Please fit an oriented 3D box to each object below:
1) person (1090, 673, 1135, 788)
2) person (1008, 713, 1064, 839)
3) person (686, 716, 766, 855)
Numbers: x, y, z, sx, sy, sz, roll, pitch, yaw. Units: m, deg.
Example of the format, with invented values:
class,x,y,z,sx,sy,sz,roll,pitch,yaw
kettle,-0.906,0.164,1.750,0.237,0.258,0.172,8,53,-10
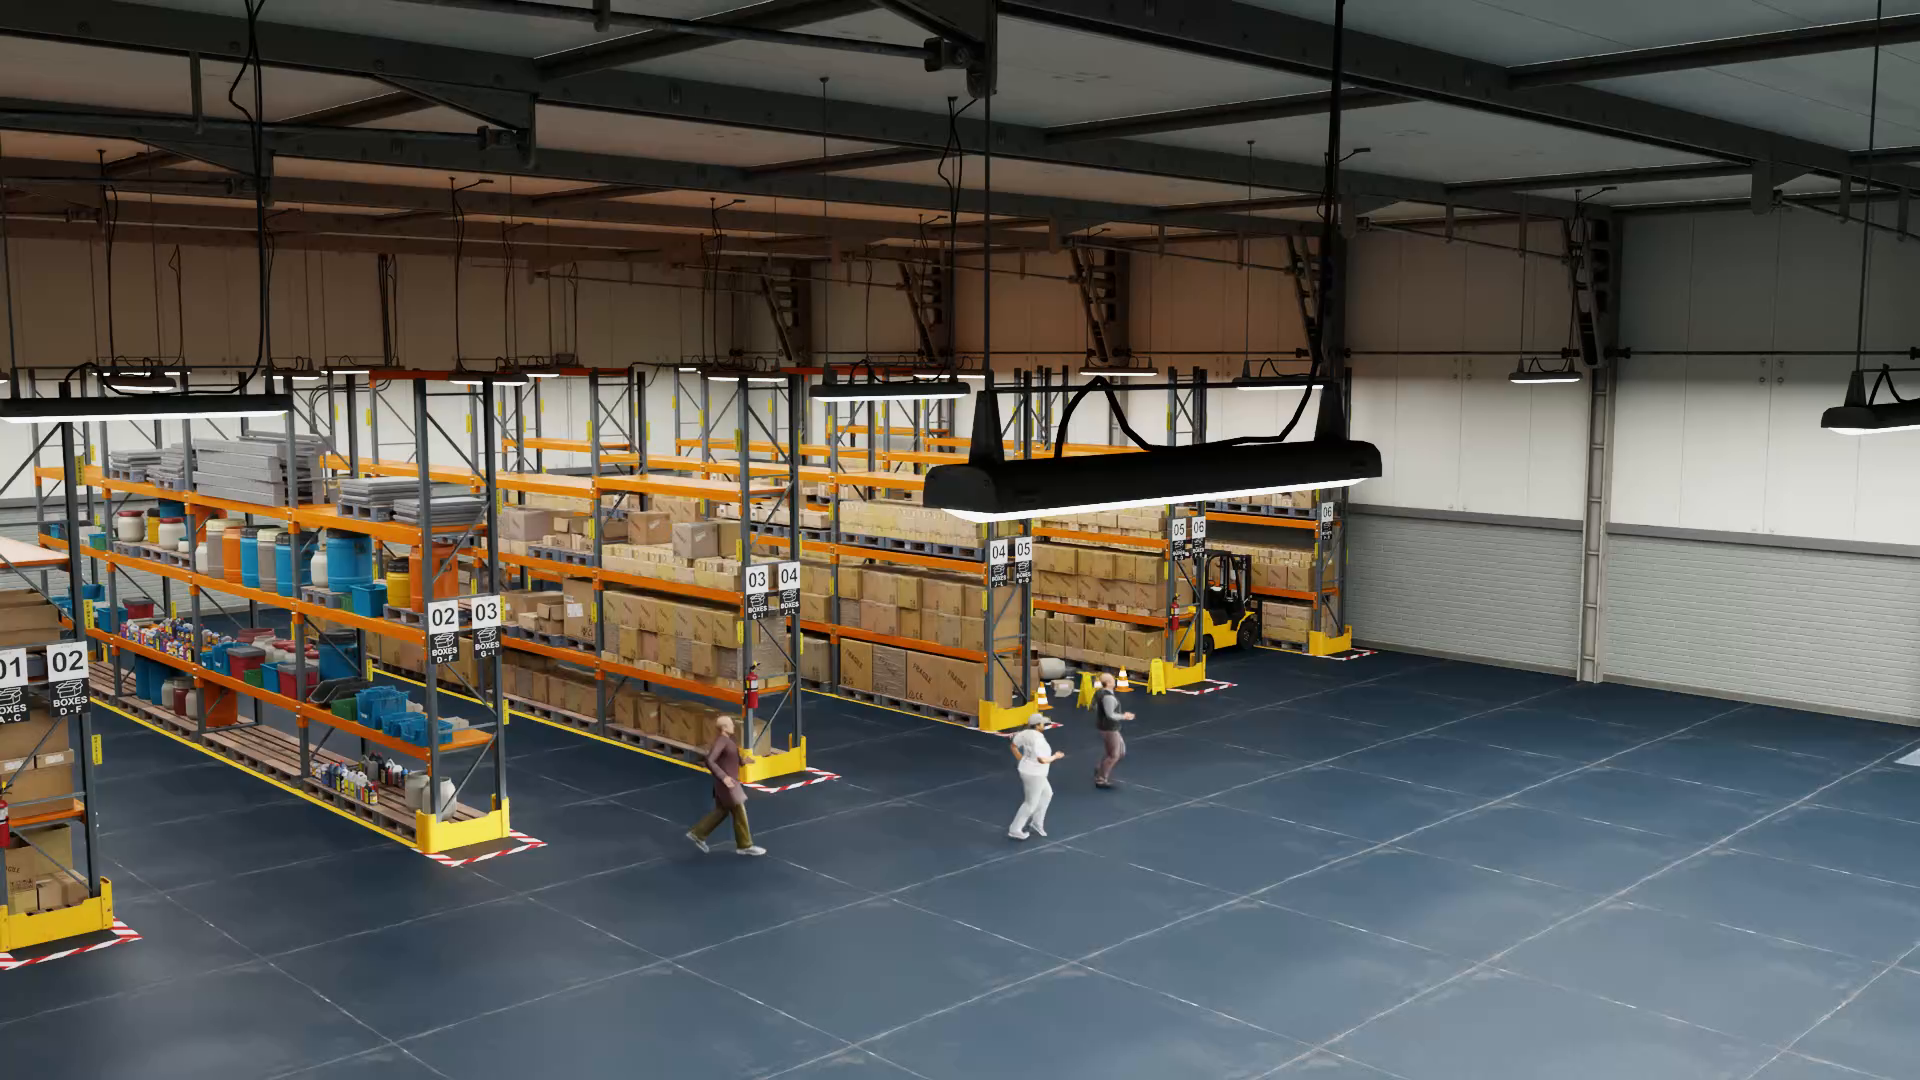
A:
class,x,y,z,sx,sy,sz,roll,pitch,yaw
person,2.230,2.759,24.192,0.585,1.674,0.648,-1,6,-6
person,0.971,3.085,21.615,0.759,1.705,0.554,-2,7,-14
person,-2.942,3.077,20.827,0.993,1.775,0.714,-1,7,-10
